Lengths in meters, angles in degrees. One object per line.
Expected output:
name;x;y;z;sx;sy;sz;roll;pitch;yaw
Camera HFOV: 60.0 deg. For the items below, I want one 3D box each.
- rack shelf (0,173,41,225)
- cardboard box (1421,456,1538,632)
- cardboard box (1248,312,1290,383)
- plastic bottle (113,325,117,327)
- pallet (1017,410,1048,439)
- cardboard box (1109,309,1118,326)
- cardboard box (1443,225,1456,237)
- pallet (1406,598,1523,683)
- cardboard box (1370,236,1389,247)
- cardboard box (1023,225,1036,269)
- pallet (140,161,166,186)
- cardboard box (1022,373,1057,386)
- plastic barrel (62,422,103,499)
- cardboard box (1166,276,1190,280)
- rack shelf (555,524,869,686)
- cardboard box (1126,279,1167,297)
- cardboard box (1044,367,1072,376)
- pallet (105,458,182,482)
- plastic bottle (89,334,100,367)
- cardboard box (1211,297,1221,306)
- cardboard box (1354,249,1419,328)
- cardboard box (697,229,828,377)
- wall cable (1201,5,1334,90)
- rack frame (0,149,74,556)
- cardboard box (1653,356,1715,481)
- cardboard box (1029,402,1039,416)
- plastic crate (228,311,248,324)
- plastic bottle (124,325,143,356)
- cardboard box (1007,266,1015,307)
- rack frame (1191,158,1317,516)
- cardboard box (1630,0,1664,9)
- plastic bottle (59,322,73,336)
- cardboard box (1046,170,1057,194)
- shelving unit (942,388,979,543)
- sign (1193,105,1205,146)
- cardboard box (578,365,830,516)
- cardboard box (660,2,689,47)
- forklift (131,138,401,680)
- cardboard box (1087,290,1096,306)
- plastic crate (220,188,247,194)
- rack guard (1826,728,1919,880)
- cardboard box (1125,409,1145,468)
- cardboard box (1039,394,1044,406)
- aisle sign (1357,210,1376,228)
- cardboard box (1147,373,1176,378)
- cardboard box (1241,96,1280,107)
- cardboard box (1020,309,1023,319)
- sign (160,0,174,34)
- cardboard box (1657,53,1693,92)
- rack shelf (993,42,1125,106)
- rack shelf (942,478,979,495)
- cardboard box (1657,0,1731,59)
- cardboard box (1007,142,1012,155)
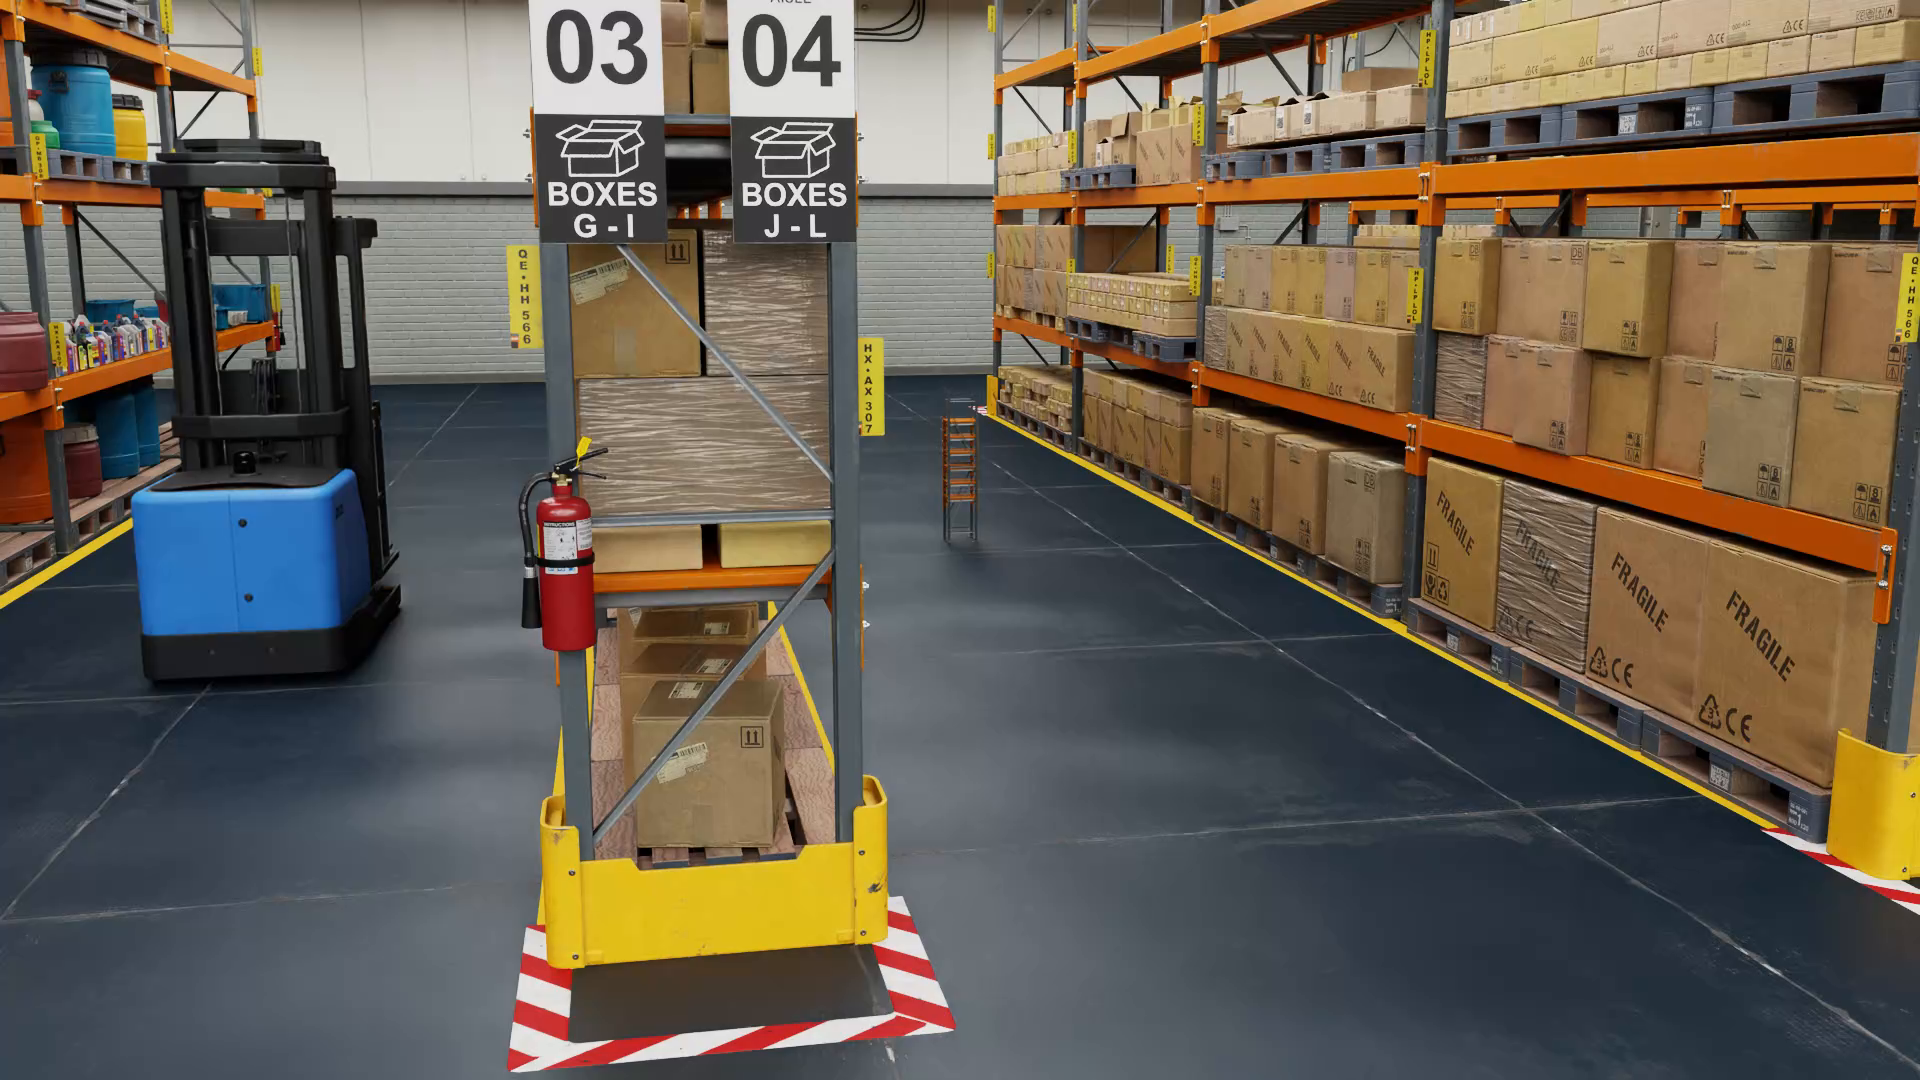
rack shelf;-6.861;-2.106;10.138;1.077;0.370;4.000;-2;11;-11
cardboard box;3.325;-0.005;9.761;0.875;0.875;0.875;-2;11;-10
cardboard box;2.515;-1.465;12.606;0.500;0.500;0.500;-2;11;-11
plastic bottle;-7.584;-1.795;14.947;0.097;0.271;0.097;0;11;0
pallet;1.310;-1.404;20.009;1.003;0.211;1.213;-2;11;-11
cardboard box;1.646;-2.136;15.946;0.380;0.149;0.250;-3;11;-14
cardboard box;6.045;-3.719;20.037;0.380;0.149;0.250;-2;11;-11
pallet;3.343;0.552;9.734;1.003;0.211;1.213;-2;11;-11
cardboard box;5.695;-3.707;21.711;0.500;0.500;0.500;-2;11;-13
cardboard box;1.051;-3.474;19.689;0.500;0.500;0.500;-2;11;-13
pallet;-7.779;-3.326;15.133;1.213;0.211;1.003;-2;11;-11
cardboard box;0.975;-1.960;20.384;0.380;0.149;0.250;-2;11;-9
plastic barrel;-7.581;-0.670;14.021;0.600;0.588;0.708;-2;11;-11
cardboard box;2.238;-2.497;16.252;0.380;0.149;0.250;-3;11;-14
rack shelf;-1.224;-0.078;7.510;1.077;0.370;4.000;-2;11;-11
cardboard box;1.754;-2.330;15.373;0.380;0.149;0.250;-2;11;-11
cardboard box;1.282;-2.123;21.241;0.380;0.149;0.250;-2;11;-10
pallet;-7.919;-0.573;15.642;1.003;0.211;1.213;-2;11;-11
plastic bottle;-7.192;-1.572;13.777;0.097;0.271;0.097;0;11;0
cardboard box;2.487;-2.118;15.053;0.380;0.149;0.250;-2;11;-13
cardboard box;3.067;-1.686;11.090;0.700;0.500;0.500;-2;11;-12
cardboard box;-0.675;-0.862;5.967;0.500;0.500;0.500;-2;11;-11
wall cable;5.129;-7.367;27.834;2.355;3.000;0.029;-2;11;-11
rack frame;-7.250;-1.352;12.278;1.000;3.000;0.127;-2;11;-11
cardboard box;3.819;-0.574;7.790;0.875;0.550;0.550;-2;11;-11
cardboard box;1.040;-1.576;19.957;0.380;0.149;0.250;-2;11;-11
plastic crate;-8.469;-2.576;19.255;0.396;0.136;0.243;-2;11;-11
plastic bottle;-7.465;-1.805;14.988;0.152;0.276;0.135;-2;11;-11
cardboard box;0.883;-3.167;20.750;0.500;0.500;0.500;-2;11;-11
rack frame;2.494;-1.694;14.075;1.000;3.000;0.127;-2;11;-11
cardboard box;3.354;-2.553;7.715;0.380;0.149;0.250;-2;11;-11
plastic bottle;-8.240;-1.859;15.273;0.152;0.276;0.135;-2;11;-11
cardboard box;1.270;-4.000;18.568;0.500;0.250;0.500;-2;11;-11
shelving unit;0.003;-0.587;13.070;0.258;1.200;0.189;-2;11;-11
sign;1.961;-3.402;13.644;0.100;0.325;0.005;-2;11;-11
cardboard box;-0.915;-0.362;6.014;0.875;0.500;0.500;-2;11;-11
cardboard box;-1.131;-1.752;5.693;0.380;0.149;0.250;-2;11;-13
forklift;-4.136;-0.915;10.167;1.130;2.935;3.031;-2;11;-10
cardboard box;1.495;-2.425;16.670;0.380;0.149;0.250;-3;11;-13
plastic crate;-8.334;-4.018;18.831;0.450;0.188;0.336;-2;11;-11
rack guard;4.054;1.005;6.577;1.175;0.500;0.348;-2;11;-11
cardboard box;1.893;-0.975;15.861;0.500;0.500;0.500;-3;11;-14
cardboard box;1.155;-1.669;19.649;0.380;0.149;0.250;-3;11;-14
aisle sign;5.475;-4.640;22.598;0.394;0.787;0.004;-2;11;-11
cardboard box;2.195;-1.552;16.886;0.500;0.250;0.500;-2;11;-8
cardboard box;2.585;-3.772;14.653;0.396;0.266;0.258;-2;11;-11
cardboard box;0.954;-2.828;20.702;0.380;0.149;0.250;-2;11;-8
sign;-7.488;-4.950;15.695;0.100;0.325;0.005;-2;11;-11
cardboard box;3.406;-2.114;7.541;0.380;0.149;0.250;-2;11;-11
rack shelf;1.327;-5.387;19.363;1.077;0.370;4.000;-2;11;-11
rack shelf;0.003;-0.425;13.101;0.258;0.103;0.180;-2;11;-11
cardboard box;3.487;-2.292;7.408;0.500;0.250;0.500;-2;11;-11
cardboard box;0.790;-4.835;20.553;0.380;0.149;0.250;-2;11;-11
